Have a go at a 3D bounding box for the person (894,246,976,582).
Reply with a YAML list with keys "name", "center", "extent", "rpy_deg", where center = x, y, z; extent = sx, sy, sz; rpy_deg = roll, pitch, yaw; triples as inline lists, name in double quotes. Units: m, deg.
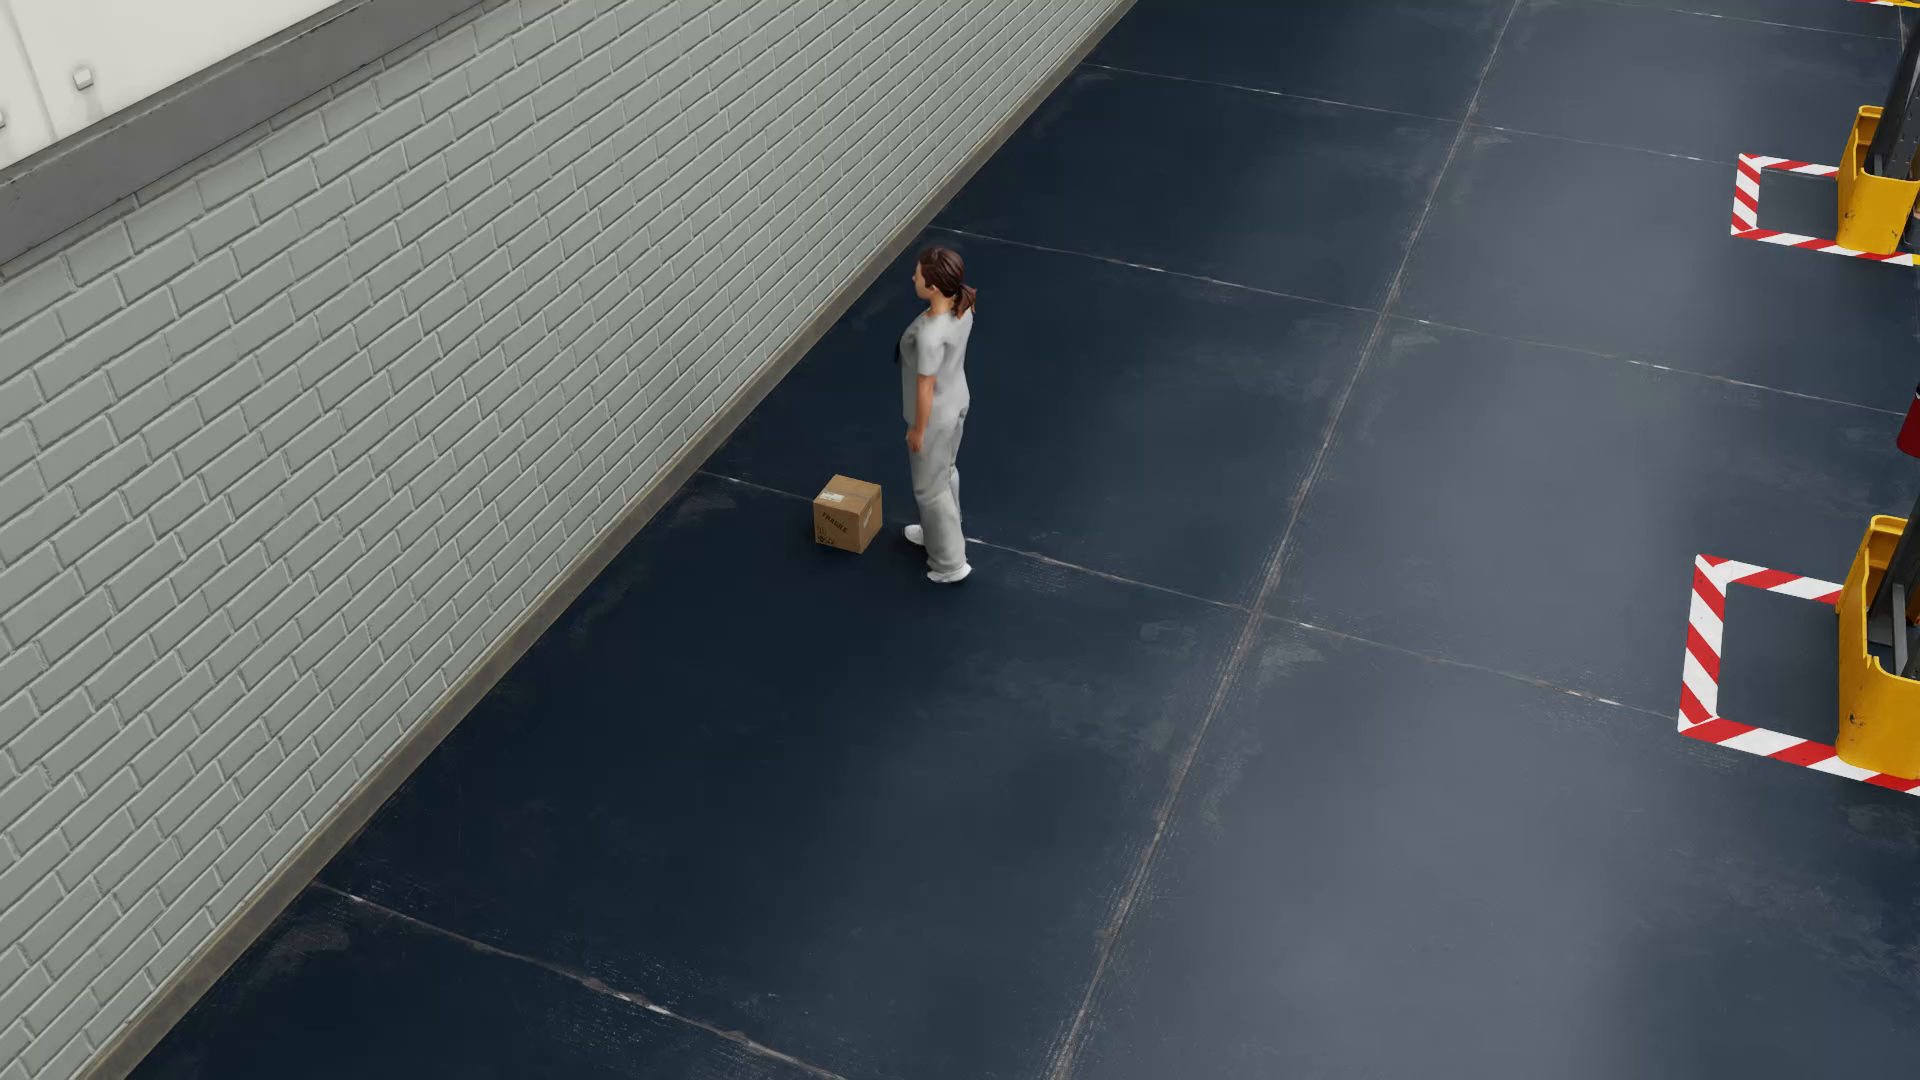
- name: "person"
  center: [-0.109, -0.551, 7.589]
  extent: [0.438, 1.732, 0.441]
  rpy_deg: [15, 40, 18]
